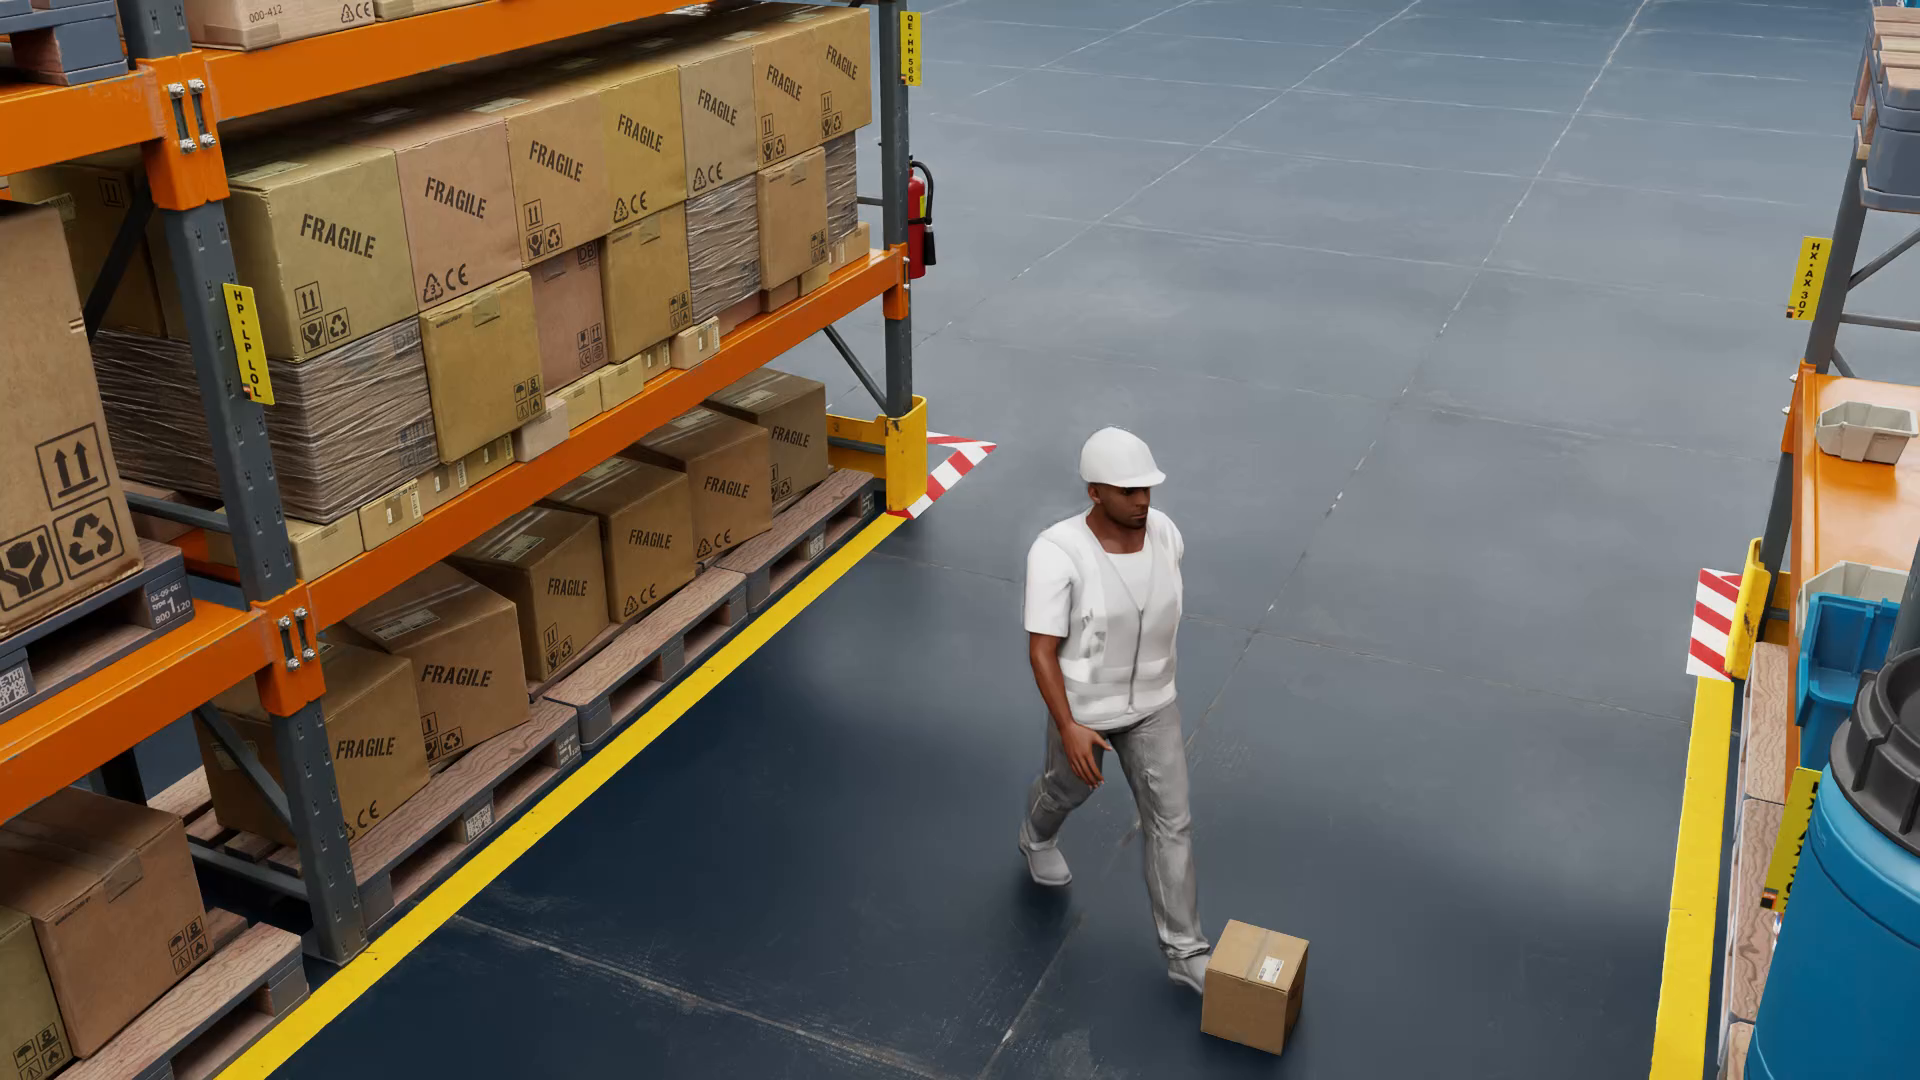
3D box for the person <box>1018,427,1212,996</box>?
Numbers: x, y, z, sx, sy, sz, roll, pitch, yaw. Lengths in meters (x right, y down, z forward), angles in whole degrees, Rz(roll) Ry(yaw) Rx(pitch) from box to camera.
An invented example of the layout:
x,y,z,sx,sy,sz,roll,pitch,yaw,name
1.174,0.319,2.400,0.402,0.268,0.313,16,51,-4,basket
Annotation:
x,y,z,sx,sy,sz,roll,pitch,yaw,name
0.492,0.514,5.043,0.578,1.707,1.054,-10,28,-19,person
